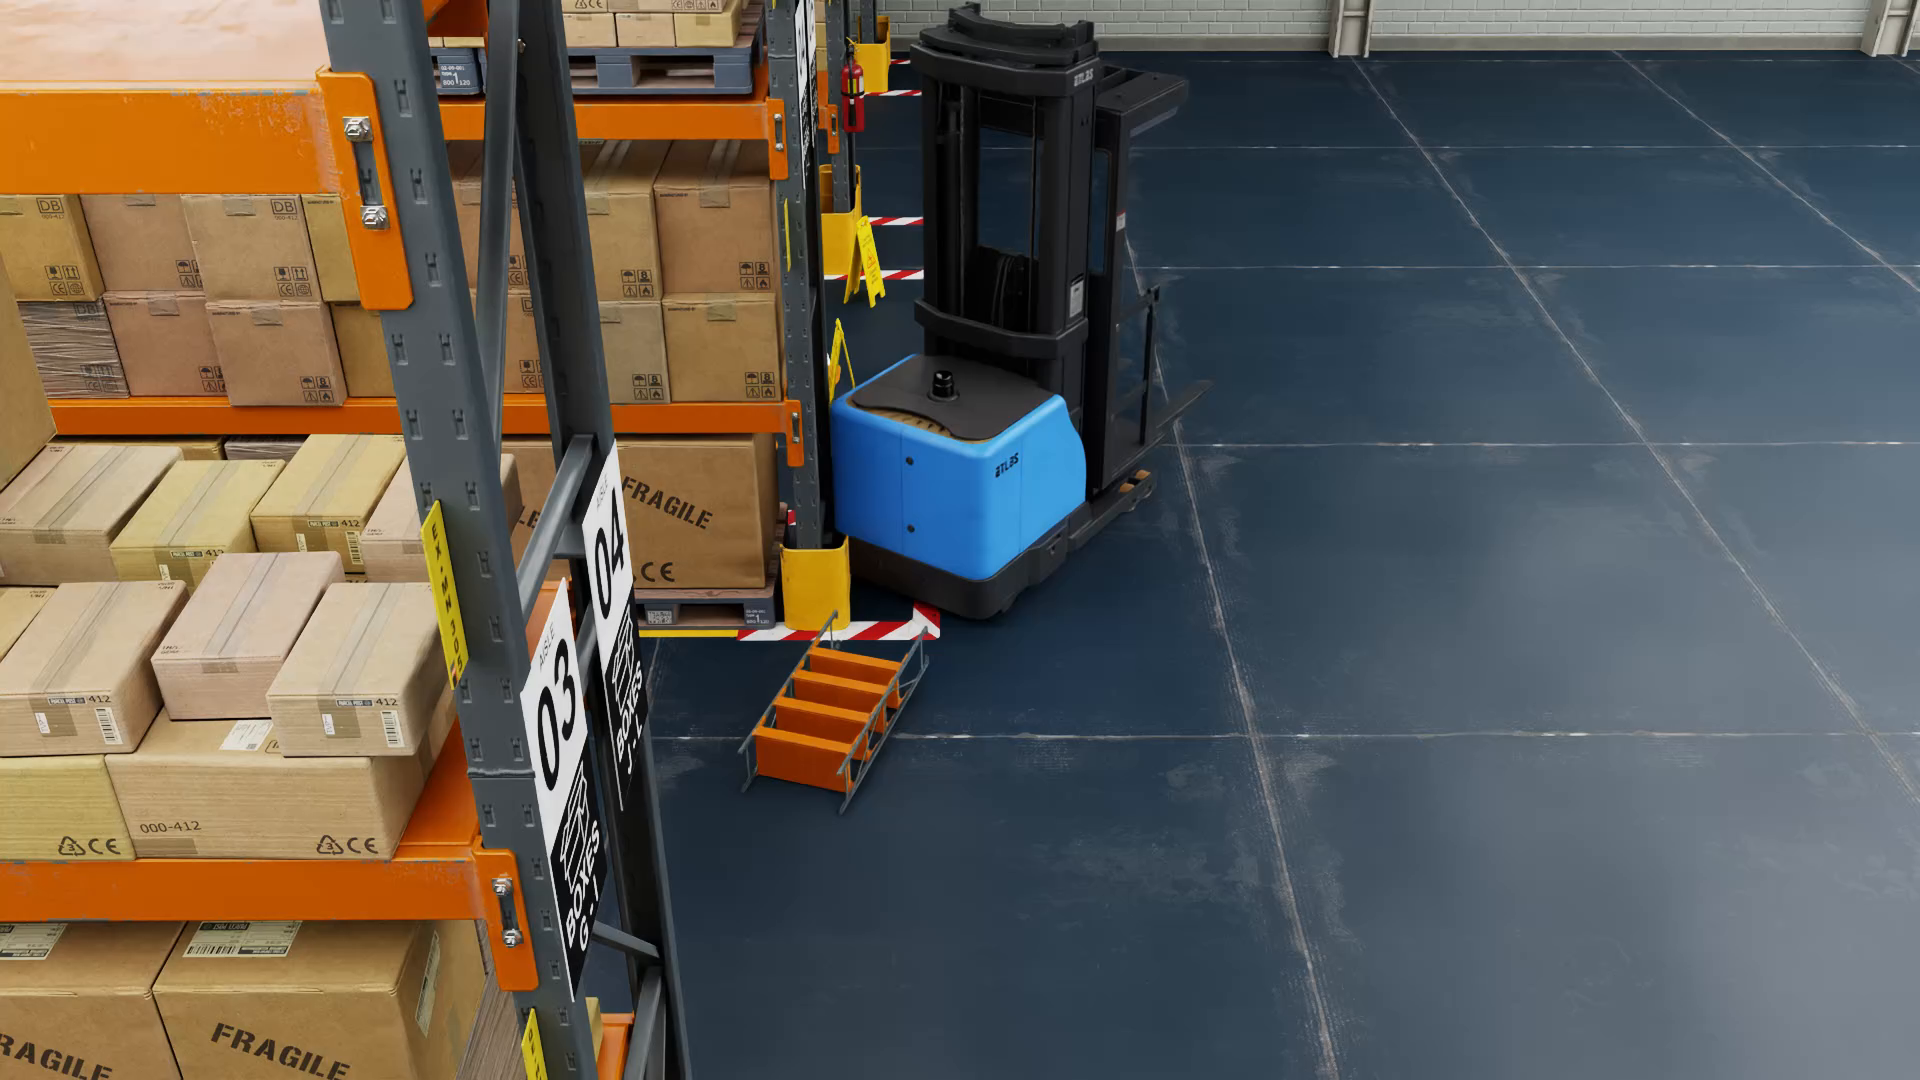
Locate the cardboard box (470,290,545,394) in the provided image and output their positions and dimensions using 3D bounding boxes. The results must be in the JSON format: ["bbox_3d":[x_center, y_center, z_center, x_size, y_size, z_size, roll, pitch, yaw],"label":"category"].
[{"bbox_3d":[-2.273,-1.193,8.569,0.550,0.550,0.875,0,31,0],"label":"cardboard box"}]

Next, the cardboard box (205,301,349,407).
[{"bbox_3d":[-3.332,-1.116,8.442,0.550,0.550,0.875,0,31,0],"label":"cardboard box"}]

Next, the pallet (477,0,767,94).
[{"bbox_3d":[-1.533,-2.340,7.797,1.213,0.211,1.003,0,31,0],"label":"pallet"}]

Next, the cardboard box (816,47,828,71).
[{"bbox_3d":[-1.424,-5.084,17.372,0.500,0.250,0.500,0,31,0],"label":"cardboard box"}]

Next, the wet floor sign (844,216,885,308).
[{"bbox_3d":[-0.726,-2.109,12.494,0.232,0.644,0.267,10,33,17],"label":"wet floor sign"}]

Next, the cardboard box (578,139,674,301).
[{"bbox_3d":[-1.712,-1.598,8.196,0.550,0.550,0.875,0,31,0],"label":"cardboard box"}]

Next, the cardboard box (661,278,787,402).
[{"bbox_3d":[-1.162,-1.142,8.486,0.550,0.550,0.875,0,31,0],"label":"cardboard box"}]

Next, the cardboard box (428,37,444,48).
[{"bbox_3d":[-2.392,-2.320,7.420,0.250,0.149,0.380,0,31,0],"label":"cardboard box"}]

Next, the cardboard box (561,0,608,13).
[{"bbox_3d":[-1.779,-2.523,7.371,0.500,0.250,0.500,0,31,0],"label":"cardboard box"}]

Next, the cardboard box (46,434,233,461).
[{"bbox_3d":[-4.162,-0.327,8.930,0.875,0.875,0.875,0,31,0],"label":"cardboard box"}]

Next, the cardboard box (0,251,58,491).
[{"bbox_3d":[-2.349,-0.331,3.537,0.500,0.500,0.500,0,31,0],"label":"cardboard box"}]

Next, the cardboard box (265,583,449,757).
[{"bbox_3d":[-1.138,0.244,3.213,0.250,0.149,0.380,0,31,0],"label":"cardboard box"}]

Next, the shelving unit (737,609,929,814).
[{"bbox_3d":[-0.588,0.802,8.048,0.503,0.258,1.200,9,34,16],"label":"shelving unit"}]

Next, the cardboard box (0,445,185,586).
[{"bbox_3d":[-1.924,-0.058,3.712,0.250,0.149,0.380,1,31,2],"label":"cardboard box"}]

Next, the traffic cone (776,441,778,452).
[{"bbox_3d":[-1.331,-0.753,10.435,0.334,0.463,0.336,0,31,0],"label":"traffic cone"}]

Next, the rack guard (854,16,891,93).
[{"bbox_3d":[-0.932,-5.176,17.689,0.348,0.500,1.175,0,31,0],"label":"rack guard"}]

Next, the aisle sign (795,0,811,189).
[{"bbox_3d":[-0.719,-2.059,7.635,0.004,0.787,0.394,0,31,0],"label":"aisle sign"}]

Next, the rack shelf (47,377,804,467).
[{"bbox_3d":[-2.791,-0.789,8.742,4.000,0.370,1.077,0,31,0],"label":"rack shelf"}]

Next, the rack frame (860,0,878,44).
[{"bbox_3d":[-0.956,-6.245,17.040,0.127,3.000,1.000,0,31,0],"label":"rack frame"}]

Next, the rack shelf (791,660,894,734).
[{"bbox_3d":[-0.567,0.768,8.102,0.480,0.258,0.148,9,34,16],"label":"rack shelf"}]

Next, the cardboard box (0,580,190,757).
[{"bbox_3d":[-1.672,0.242,3.217,0.250,0.149,0.380,-1,31,-2],"label":"cardboard box"}]

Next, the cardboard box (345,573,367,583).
[{"bbox_3d":[-1.346,0.119,3.804,0.500,0.250,0.500,1,31,1],"label":"cardboard box"}]

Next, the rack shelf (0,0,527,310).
[{"bbox_3d":[-2.863,-0.779,2.945,4.000,0.370,1.077,0,31,0],"label":"rack shelf"}]

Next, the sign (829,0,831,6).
[{"bbox_3d":[-0.939,-4.012,11.940,0.005,0.325,0.100,0,31,0],"label":"sign"}]

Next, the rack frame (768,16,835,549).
[{"bbox_3d":[-0.791,-1.103,8.565,0.127,3.000,1.000,0,31,0],"label":"rack frame"}]

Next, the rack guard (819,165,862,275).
[{"bbox_3d":[-0.998,-2.601,13.445,0.348,0.500,1.175,0,31,0],"label":"rack guard"}]

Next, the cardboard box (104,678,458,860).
[{"bbox_3d":[-1.343,0.385,3.365,0.500,0.250,0.500,1,31,1],"label":"cardboard box"}]

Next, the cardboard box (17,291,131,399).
[{"bbox_3d":[-4.423,-1.162,8.518,0.550,0.550,0.875,0,31,0],"label":"cardboard box"}]

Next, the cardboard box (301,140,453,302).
[{"bbox_3d":[-2.802,-1.598,8.195,0.500,0.550,0.875,0,31,0],"label":"cardboard box"}]

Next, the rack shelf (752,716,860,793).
[{"bbox_3d":[-0.711,1.002,7.732,0.480,0.258,0.148,9,34,16],"label":"rack shelf"}]

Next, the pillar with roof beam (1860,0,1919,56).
[{"bbox_3d":[10.368,-7.080,12.632,0.400,9.000,9.100,0,31,0],"label":"pillar with roof beam"}]

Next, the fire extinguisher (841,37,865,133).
[{"bbox_3d":[-0.805,-3.398,12.423,0.183,0.674,0.296,0,31,0],"label":"fire extinguisher"}]

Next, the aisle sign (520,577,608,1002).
[{"bbox_3d":[-0.799,0.514,3.394,0.004,0.787,0.394,0,31,0],"label":"aisle sign"}]

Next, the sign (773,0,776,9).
[{"bbox_3d":[-0.802,-2.449,7.114,0.005,0.325,0.100,0,31,0],"label":"sign"}]

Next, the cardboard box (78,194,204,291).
[{"bbox_3d":[-3.873,-1.662,8.300,0.550,0.550,0.875,0,31,0],"label":"cardboard box"}]

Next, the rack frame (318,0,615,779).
[{"bbox_3d":[-0.863,-1.095,2.768,0.127,3.000,1.000,0,31,0],"label":"rack frame"}]

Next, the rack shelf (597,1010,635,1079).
[{"bbox_3d":[-2.863,1.784,4.501,4.000,0.370,1.077,0,31,0],"label":"rack shelf"}]

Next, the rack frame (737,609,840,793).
[{"bbox_3d":[-0.820,0.764,8.114,0.015,0.240,1.200,9,34,16],"label":"rack frame"}]

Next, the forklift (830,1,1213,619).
[{"bbox_3d":[0.538,-1.551,9.370,1.130,2.935,3.031,19,36,29],"label":"forklift"}]

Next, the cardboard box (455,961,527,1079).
[{"bbox_3d":[-1.413,1.288,4.242,0.500,0.500,0.875,0,31,0],"label":"cardboard box"}]

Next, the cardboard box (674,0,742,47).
[{"bbox_3d":[-1.122,-2.323,7.426,0.250,0.149,0.380,0,31,0],"label":"cardboard box"}]

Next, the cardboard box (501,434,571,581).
[{"bbox_3d":[-2.349,-0.334,8.941,0.875,0.875,0.875,-1,31,-1],"label":"cardboard box"}]

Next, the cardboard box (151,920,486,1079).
[{"bbox_3d":[-1.411,1.003,3.748,0.500,0.500,0.500,0,31,0],"label":"cardboard box"}]

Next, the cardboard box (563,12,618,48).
[{"bbox_3d":[-1.631,-2.322,7.423,0.250,0.149,0.380,0,31,0],"label":"cardboard box"}]

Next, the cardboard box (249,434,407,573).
[{"bbox_3d":[-1.399,-0.087,3.759,0.250,0.149,0.380,0,31,1],"label":"cardboard box"}]
